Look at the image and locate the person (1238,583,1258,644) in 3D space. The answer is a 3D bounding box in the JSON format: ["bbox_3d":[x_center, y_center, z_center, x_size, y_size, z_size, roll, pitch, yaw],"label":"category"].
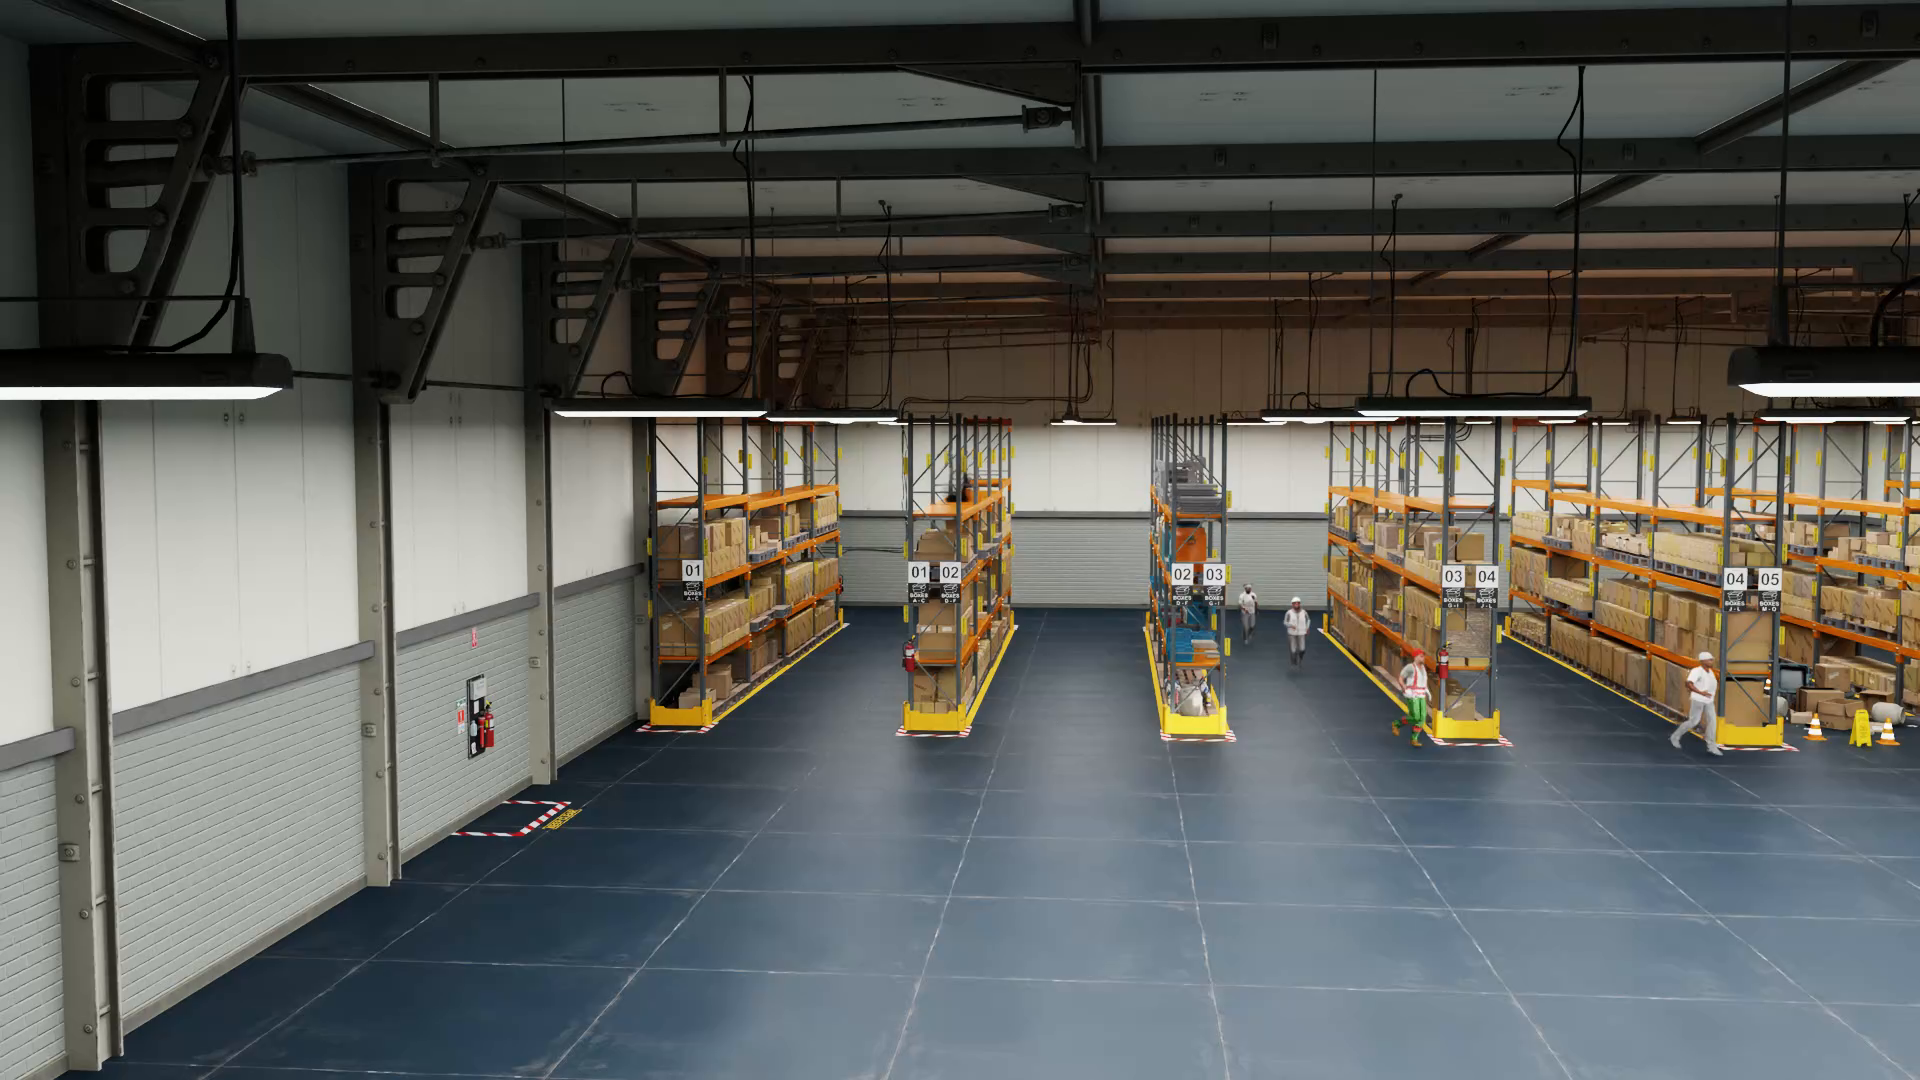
[{"bbox_3d":[7.651,1.943,44.028,0.558,1.647,0.587,0,4,-5],"label":"person"}]

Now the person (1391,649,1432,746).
[{"bbox_3d":[8.268,2.834,30.153,0.705,1.716,0.701,-3,5,-34],"label":"person"}]

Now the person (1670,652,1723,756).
[{"bbox_3d":[13.144,2.861,29.363,0.758,1.753,0.956,-2,4,-30],"label":"person"}]

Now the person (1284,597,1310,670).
[{"bbox_3d":[7.946,2.216,39.158,0.645,1.732,0.592,0,4,5],"label":"person"}]
